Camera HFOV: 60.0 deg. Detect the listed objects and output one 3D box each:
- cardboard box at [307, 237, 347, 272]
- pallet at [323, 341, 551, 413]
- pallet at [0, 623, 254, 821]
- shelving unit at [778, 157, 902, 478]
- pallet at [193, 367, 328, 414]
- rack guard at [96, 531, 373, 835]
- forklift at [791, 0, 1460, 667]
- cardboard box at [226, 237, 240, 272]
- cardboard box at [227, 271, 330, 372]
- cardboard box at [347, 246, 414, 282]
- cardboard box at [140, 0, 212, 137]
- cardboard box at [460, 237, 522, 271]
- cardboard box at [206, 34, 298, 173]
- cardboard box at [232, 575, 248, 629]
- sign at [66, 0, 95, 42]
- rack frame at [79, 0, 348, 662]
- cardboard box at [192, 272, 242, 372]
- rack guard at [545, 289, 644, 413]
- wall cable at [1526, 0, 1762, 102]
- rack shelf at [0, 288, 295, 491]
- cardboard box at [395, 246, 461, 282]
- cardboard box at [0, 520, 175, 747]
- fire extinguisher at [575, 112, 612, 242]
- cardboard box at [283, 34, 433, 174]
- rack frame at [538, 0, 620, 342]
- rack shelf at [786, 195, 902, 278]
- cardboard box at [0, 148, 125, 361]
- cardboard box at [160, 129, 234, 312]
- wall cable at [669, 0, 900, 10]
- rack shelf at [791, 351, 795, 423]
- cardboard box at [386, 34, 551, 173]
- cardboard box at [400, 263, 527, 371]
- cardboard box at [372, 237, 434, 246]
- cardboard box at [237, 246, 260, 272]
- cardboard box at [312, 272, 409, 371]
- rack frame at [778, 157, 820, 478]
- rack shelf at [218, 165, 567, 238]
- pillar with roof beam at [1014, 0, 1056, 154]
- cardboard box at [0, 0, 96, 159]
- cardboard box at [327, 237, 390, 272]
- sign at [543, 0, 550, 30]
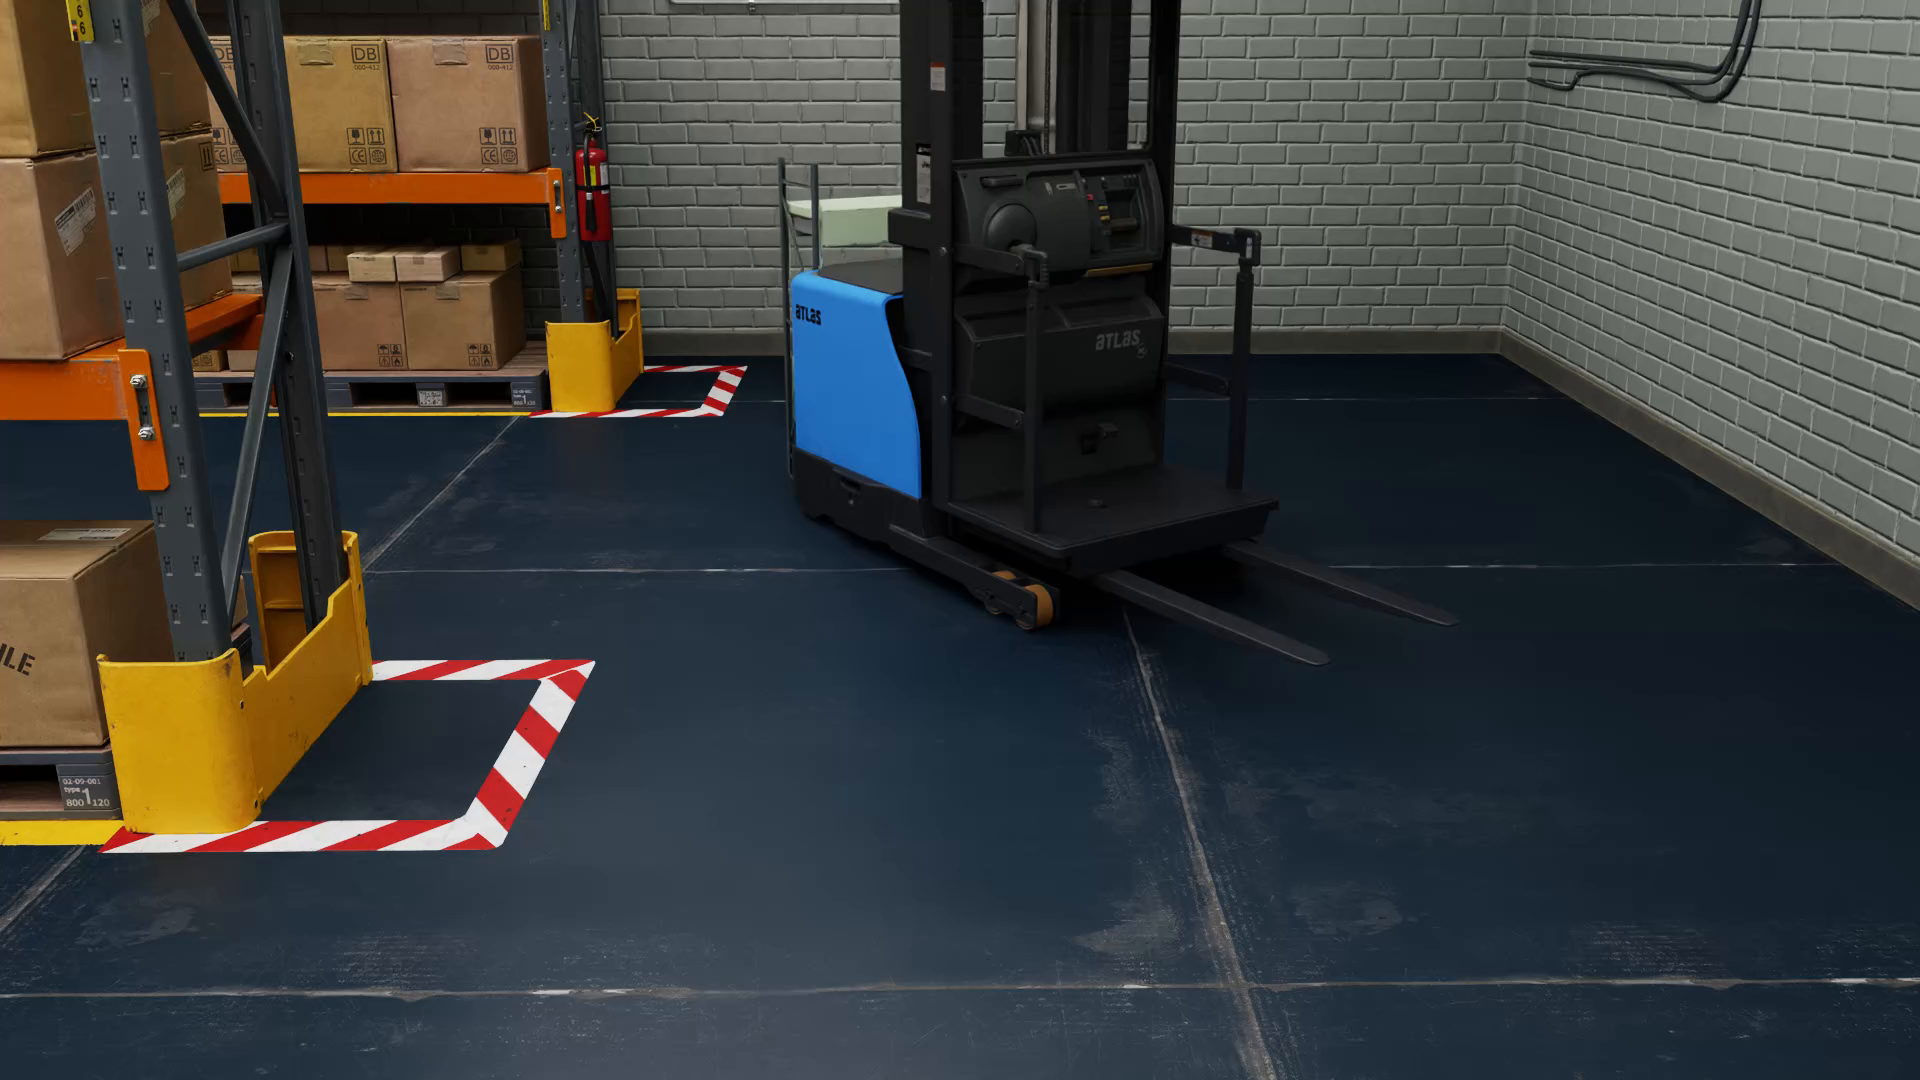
[{"bbox_3d":[-3.734,-1.658,9.647,0.250,0.149,0.380,0,18,0],"label":"cardboard box"},{"bbox_3d":[-2.944,-0.961,9.698,1.213,0.211,1.003,0,18,-1],"label":"pallet"},{"bbox_3d":[-2.937,0.529,5.054,1.213,0.211,1.003,0,18,-1],"label":"pallet"},{"bbox_3d":[-0.403,-1.028,7.795,0.755,1.500,0.431,-10,20,-27],"label":"shelving unit"},{"bbox_3d":[-4.161,-0.956,9.682,1.213,0.211,1.003,0,18,-1],"label":"pallet"},{"bbox_3d":[-2.140,0.387,5.023,0.348,0.500,1.175,0,18,-1],"label":"rack guard"},{"bbox_3d":[0.514,-1.235,6.100,1.130,2.935,3.031,-12,21,-33],"label":"forklift"},{"bbox_3d":[-4.243,-1.655,9.639,0.250,0.149,0.380,-1,18,-2],"label":"cardboard box"},{"bbox_3d":[-3.848,-1.287,9.555,0.500,0.500,0.700,-1,18,-3],"label":"cardboard box"},{"bbox_3d":[-3.226,-1.543,9.291,0.250,0.149,0.380,0,18,1],"label":"cardboard box"},{"bbox_3d":[-2.512,-1.406,4.718,0.500,0.500,0.500,0,18,1],"label":"cardboard box"},{"bbox_3d":[-2.723,-1.663,9.664,0.250,0.149,0.380,0,18,0],"label":"cardboard box"},{"bbox_3d":[-4.146,-2.446,9.271,0.700,0.700,0.980,-1,18,-4],"label":"cardboard box"},{"bbox_3d":[-2.488,0.241,5.331,0.250,0.149,0.380,0,18,-1],"label":"cardboard box"},{"bbox_3d":[-2.075,-1.336,3.888,0.005,0.325,0.100,0,18,-1],"label":"sign"},{"bbox_3d":[-2.064,-0.804,4.642,0.127,3.000,1.000,0,18,-1],"label":"rack frame"},{"bbox_3d":[-4.381,-1.282,9.540,0.500,0.500,0.700,0,18,0],"label":"cardboard box"},{"bbox_3d":[-2.122,-1.126,9.741,0.348,0.500,1.175,0,18,-1],"label":"rack guard"},{"bbox_3d":[3.515,-3.613,8.661,0.112,2.526,3.097,0,18,-1],"label":"wall cable"},{"bbox_3d":[-4.064,-0.451,4.722,4.000,0.370,1.077,0,18,-1],"label":"rack shelf"},{"bbox_3d":[-2.970,-1.545,9.296,0.250,0.149,0.380,0,18,-2],"label":"cardboard box"},{"bbox_3d":[-2.604,0.255,4.714,0.500,0.500,0.500,0,18,-1],"label":"cardboard box"},{"bbox_3d":[-1.988,-1.962,8.990,0.183,0.674,0.296,0,18,-1],"label":"fire extinguisher"},{"bbox_3d":[-3.383,-2.447,9.274,0.700,0.700,0.980,0,18,-1],"label":"cardboard box"},{"bbox_3d":[-2.146,-2.317,9.358,0.127,3.000,1.000,0,18,-1],"label":"rack frame"},{"bbox_3d":[-0.403,-1.399,7.676,0.720,0.370,0.431,-10,20,-27],"label":"rack shelf"},{"bbox_3d":[-2.508,-0.766,4.361,0.500,0.500,0.500,0,18,1],"label":"cardboard box"},{"bbox_3d":[-2.512,-0.930,4.871,0.500,0.500,0.500,0,18,0],"label":"cardboard box"},{"bbox_3d":[-0.881,-3.095,10.123,1.851,1.984,0.084,0,18,-1],"label":"wall cable"},{"bbox_3d":[-0.403,-0.717,7.894,0.720,0.370,0.431,-10,20,-27],"label":"rack shelf"},{"bbox_3d":[-2.656,-2.454,9.295,0.700,0.700,0.980,1,18,2],"label":"cardboard box"},{"bbox_3d":[-2.844,-1.292,9.570,0.500,0.500,0.700,0,18,-1],"label":"cardboard box"},{"bbox_3d":[-3.229,-1.660,9.655,0.250,0.149,0.380,0,18,-1],"label":"cardboard box"},{"bbox_3d":[-3.990,-1.656,9.643,0.250,0.149,0.380,0,18,0],"label":"cardboard box"},{"bbox_3d":[-3.345,-1.290,9.563,0.500,0.500,0.700,0,18,-1],"label":"cardboard box"},{"bbox_3d":[-0.723,-0.973,7.626,0.023,1.500,0.400,-10,20,-27],"label":"rack frame"},{"bbox_3d":[-4.146,-1.964,9.438,4.000,0.370,1.077,0,18,-1],"label":"rack shelf"},{"bbox_3d":[0.608,-4.136,5.207,0.400,9.000,9.100,0,18,-1],"label":"pillar with roof beam"},{"bbox_3d":[-2.505,-1.241,4.206,0.500,0.500,0.500,0,18,-1],"label":"cardboard box"},{"bbox_3d":[-3.479,-1.659,9.652,0.250,0.149,0.380,0,18,0],"label":"cardboard box"},{"bbox_3d":[-2.151,-2.815,8.629,0.005,0.325,0.100,0,18,-1],"label":"sign"}]
